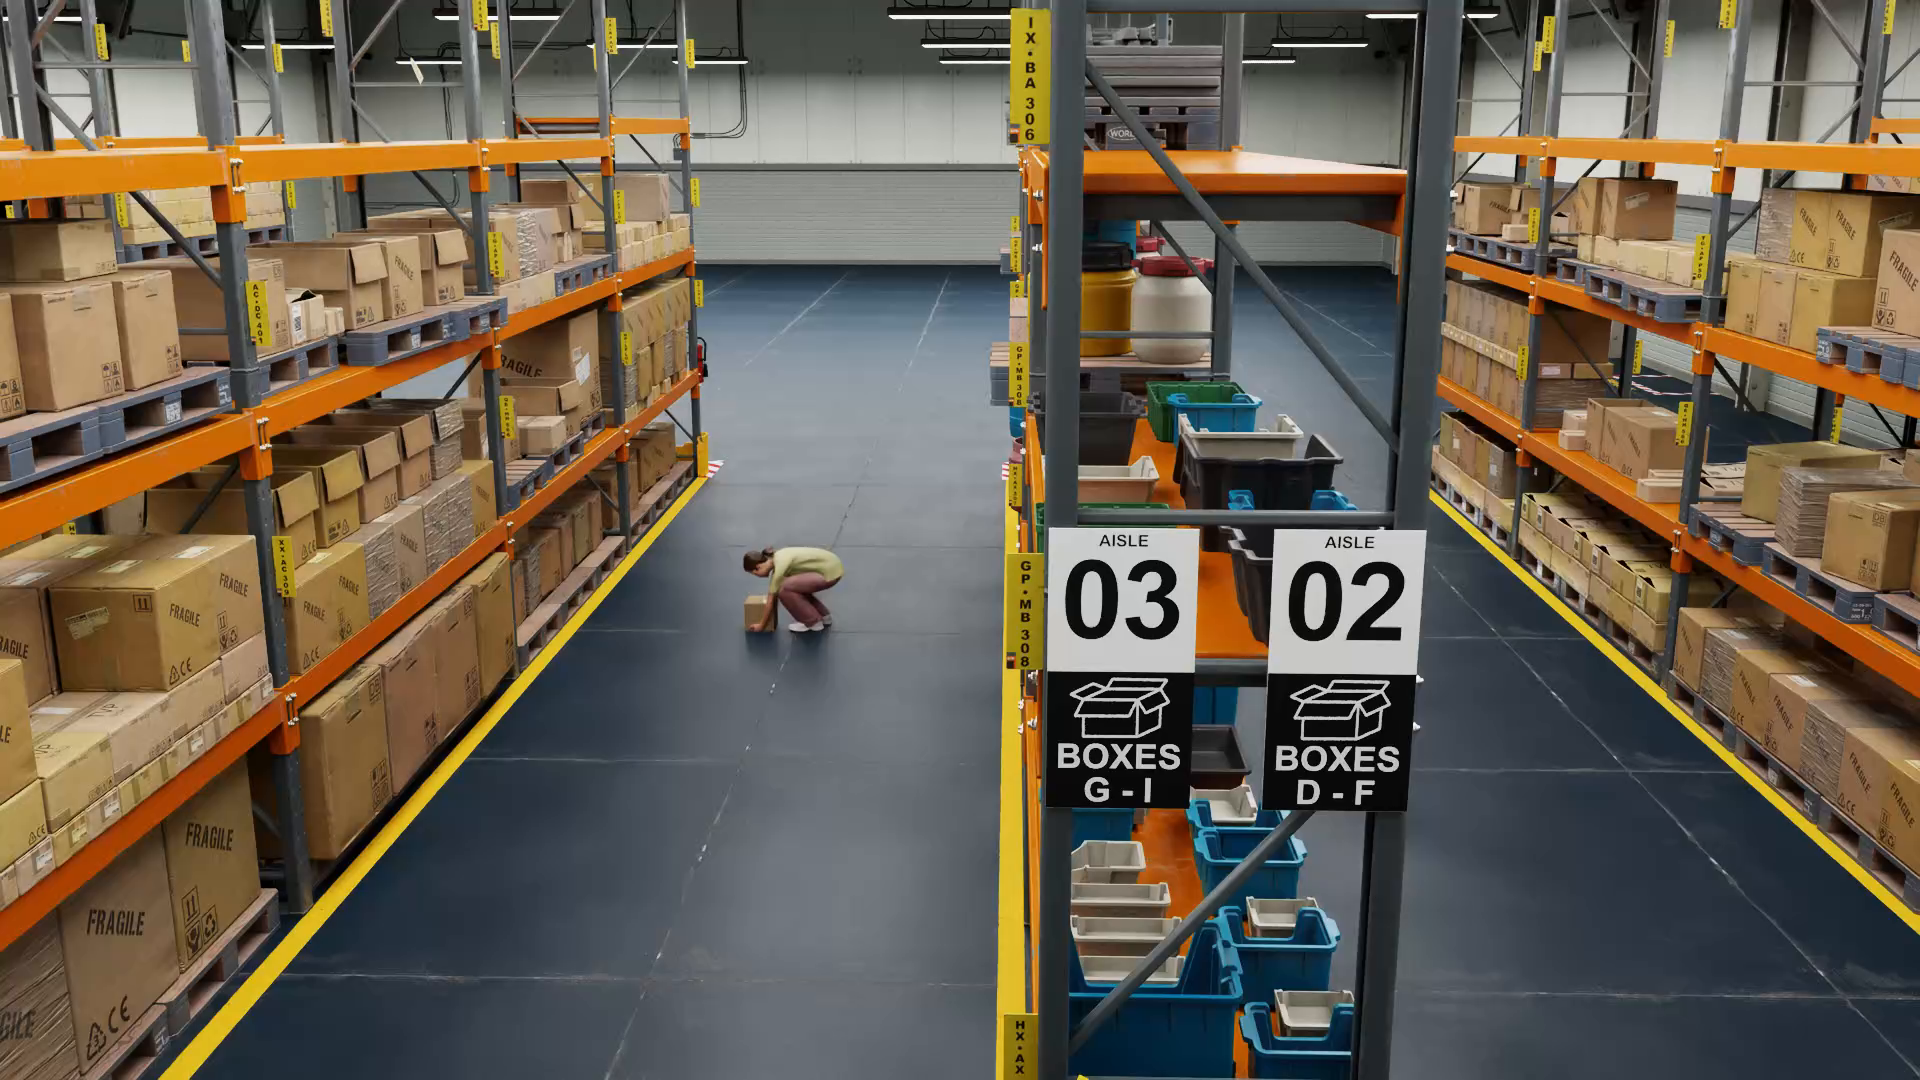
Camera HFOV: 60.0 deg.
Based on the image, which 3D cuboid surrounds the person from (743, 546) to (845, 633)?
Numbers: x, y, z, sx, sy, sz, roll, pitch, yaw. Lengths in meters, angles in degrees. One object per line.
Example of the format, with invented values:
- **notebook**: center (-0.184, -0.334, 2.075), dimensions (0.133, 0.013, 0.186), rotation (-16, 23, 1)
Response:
- **person**: center (-1.429, 0.423, 14.342), dimensions (0.863, 0.721, 0.450), rotation (0, 14, 0)
